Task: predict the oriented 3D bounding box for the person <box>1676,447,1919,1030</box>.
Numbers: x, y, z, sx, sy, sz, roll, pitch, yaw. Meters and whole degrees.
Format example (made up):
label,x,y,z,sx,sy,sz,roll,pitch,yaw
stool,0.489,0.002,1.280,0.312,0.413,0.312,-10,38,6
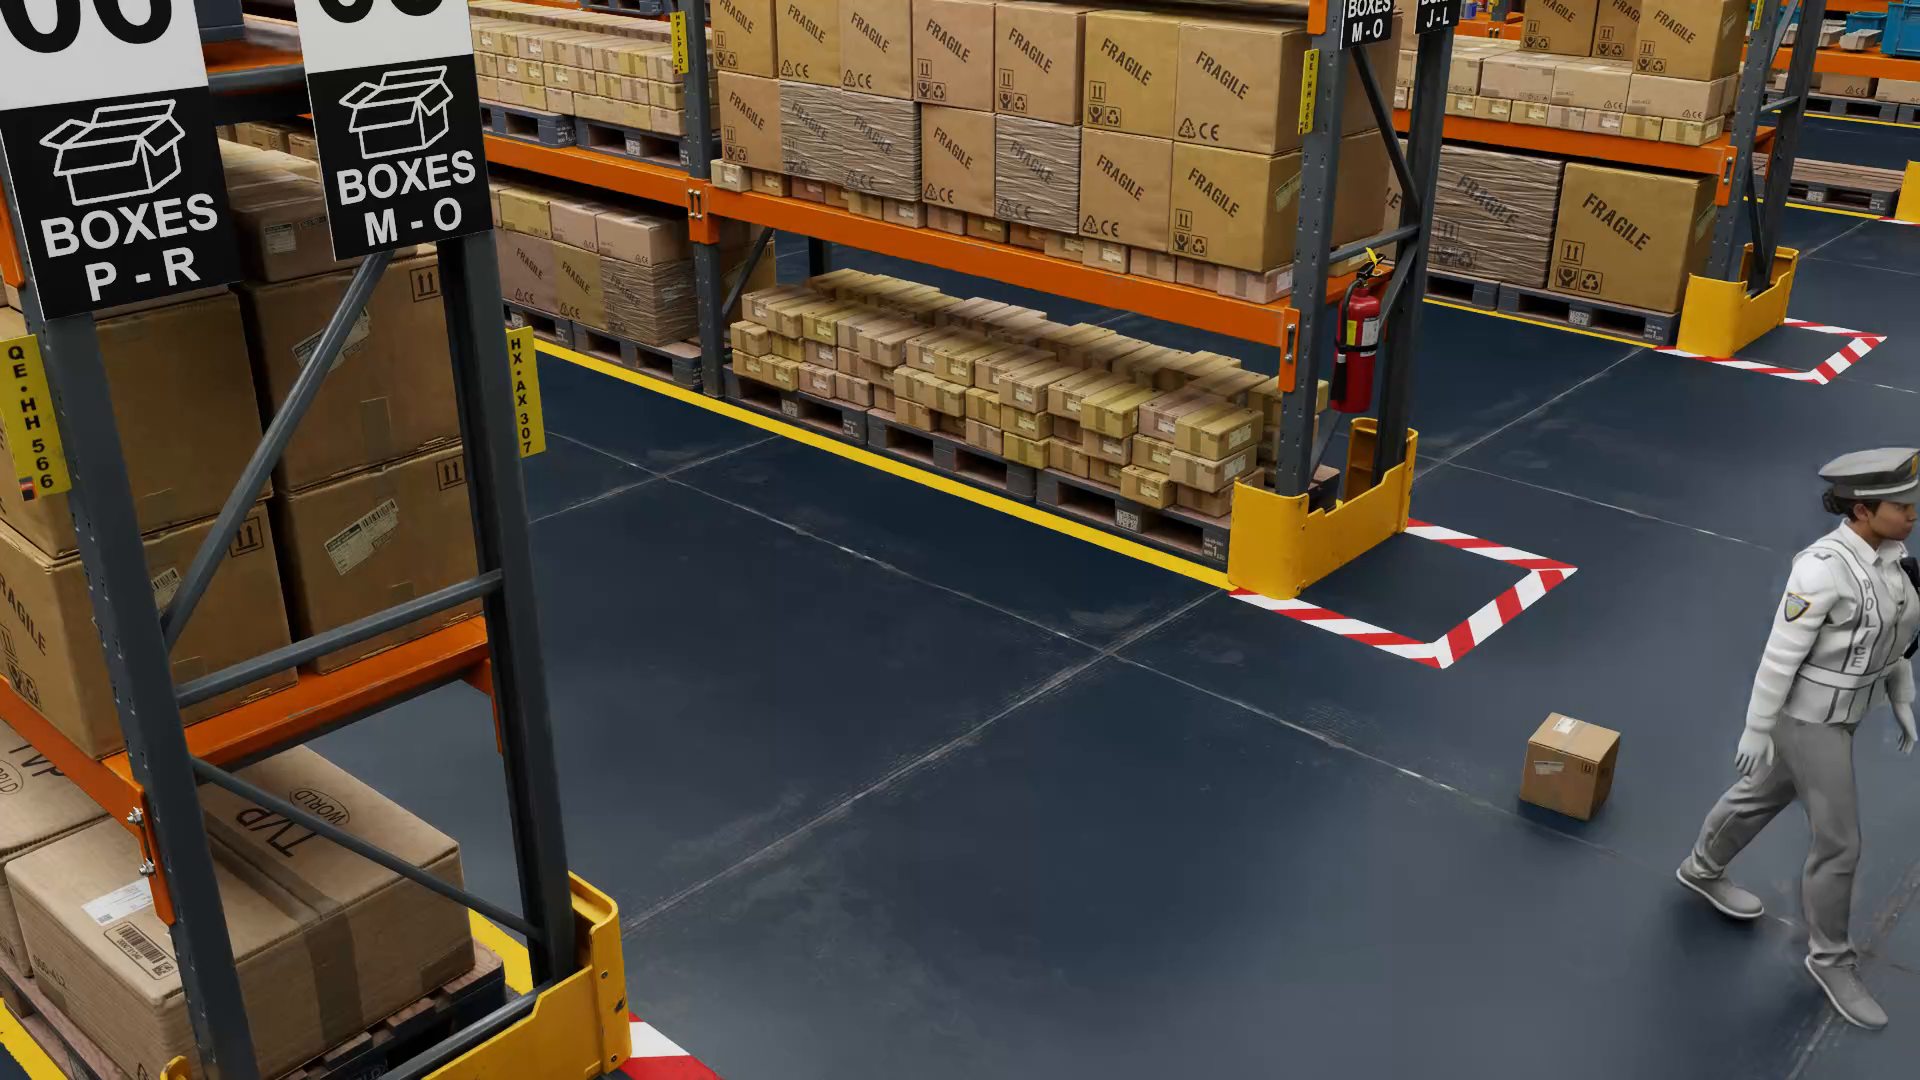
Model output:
label,x,y,z,sx,sy,sz,roll,pitch,yaw
person,2.577,0.532,4.896,0.551,1.709,0.761,-18,30,-35
